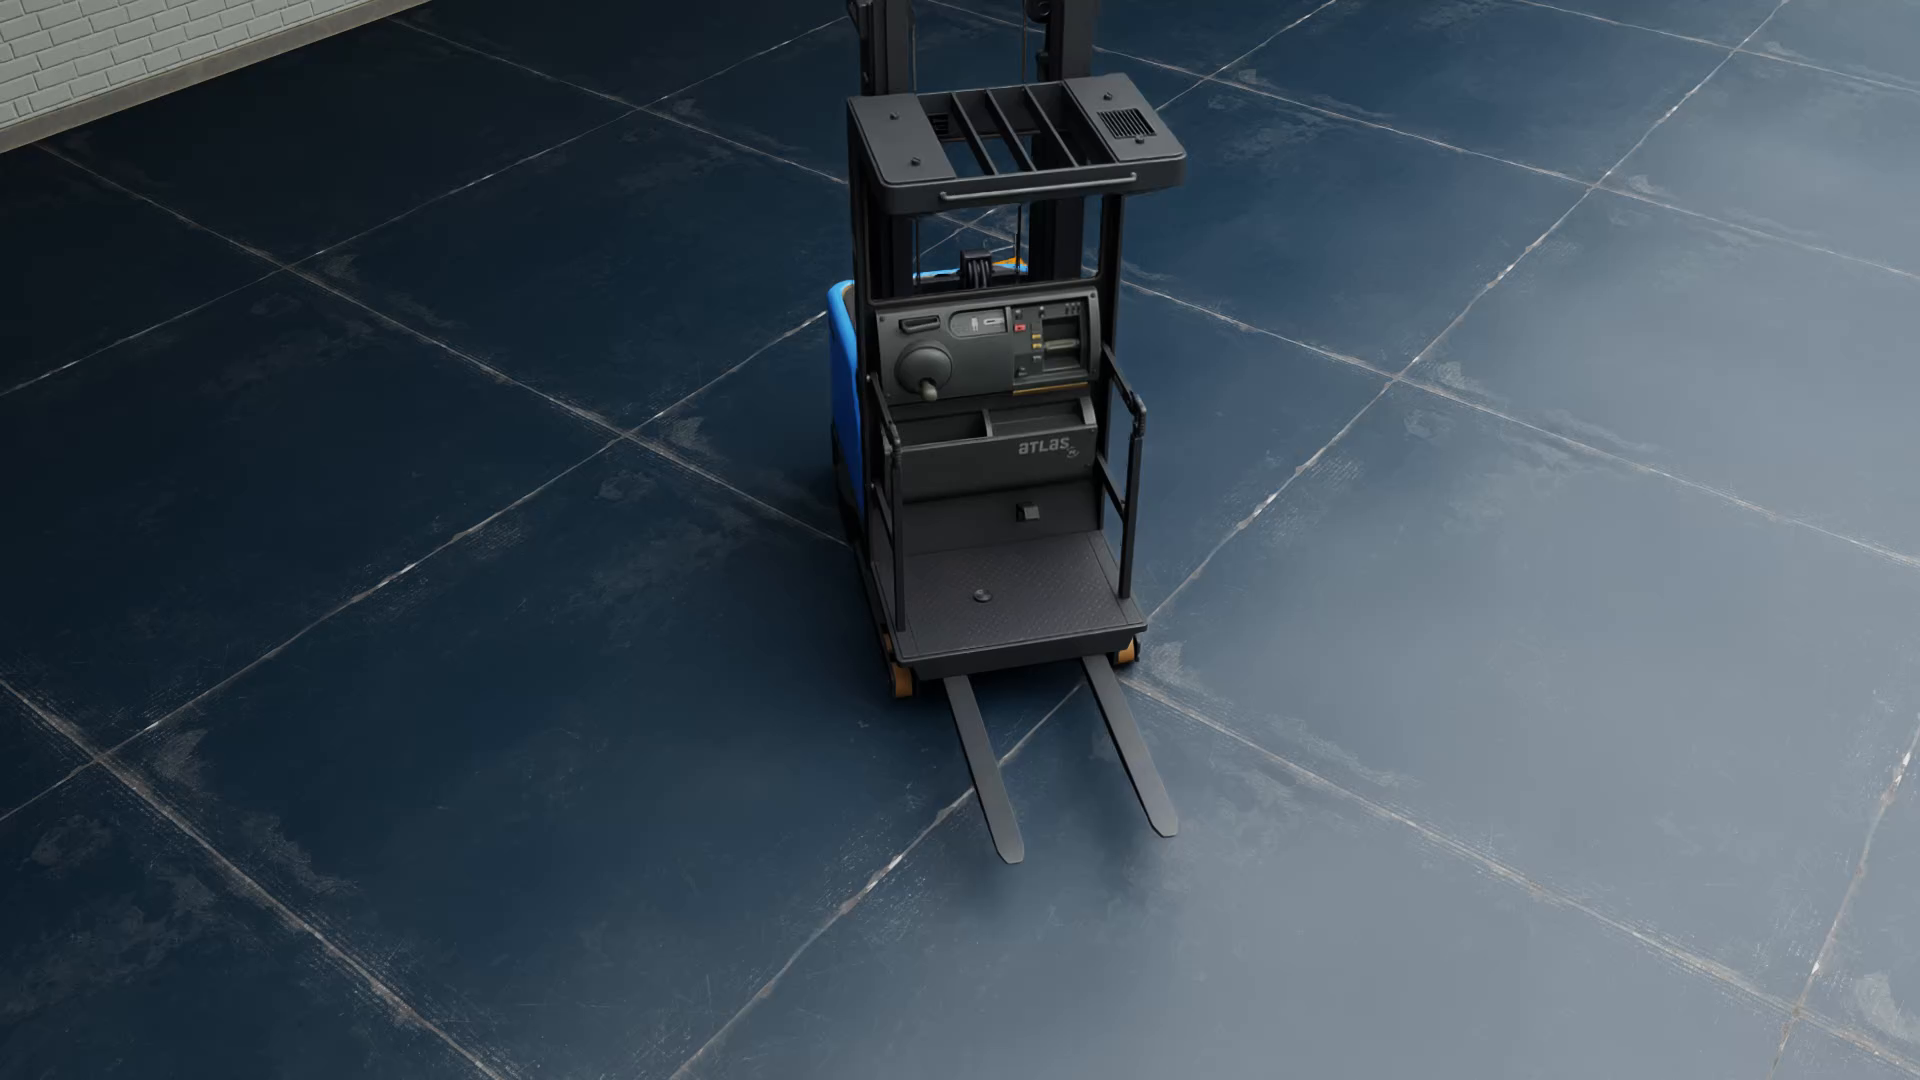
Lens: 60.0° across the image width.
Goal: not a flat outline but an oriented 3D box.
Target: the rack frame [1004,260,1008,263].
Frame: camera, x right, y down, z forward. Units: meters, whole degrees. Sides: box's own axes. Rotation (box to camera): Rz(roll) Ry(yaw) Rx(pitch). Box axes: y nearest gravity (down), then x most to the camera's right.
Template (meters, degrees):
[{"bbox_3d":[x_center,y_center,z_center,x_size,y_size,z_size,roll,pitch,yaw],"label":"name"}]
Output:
[{"bbox_3d":[0.309,-0.985,8.516,0.200,1.050,0.008,-18,41,-21],"label":"rack frame"}]

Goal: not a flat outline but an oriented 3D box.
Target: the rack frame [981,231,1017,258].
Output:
[{"bbox_3d":[0.198,-1.118,8.688,0.200,1.050,0.008,-18,41,-21],"label":"rack frame"}]

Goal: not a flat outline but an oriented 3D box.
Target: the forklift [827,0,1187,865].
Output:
[{"bbox_3d":[0.170,-0.724,6.658,1.130,2.935,3.031,-8,39,-10],"label":"forklift"}]

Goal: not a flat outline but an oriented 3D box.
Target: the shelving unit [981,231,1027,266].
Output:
[{"bbox_3d":[0.253,-1.052,8.602,0.215,1.050,0.252,-18,41,-21],"label":"shelving unit"}]

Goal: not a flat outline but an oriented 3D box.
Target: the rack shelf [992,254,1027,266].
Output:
[{"bbox_3d":[0.253,-1.267,8.434,0.215,0.259,0.240,-18,41,-21],"label":"rack shelf"}]
